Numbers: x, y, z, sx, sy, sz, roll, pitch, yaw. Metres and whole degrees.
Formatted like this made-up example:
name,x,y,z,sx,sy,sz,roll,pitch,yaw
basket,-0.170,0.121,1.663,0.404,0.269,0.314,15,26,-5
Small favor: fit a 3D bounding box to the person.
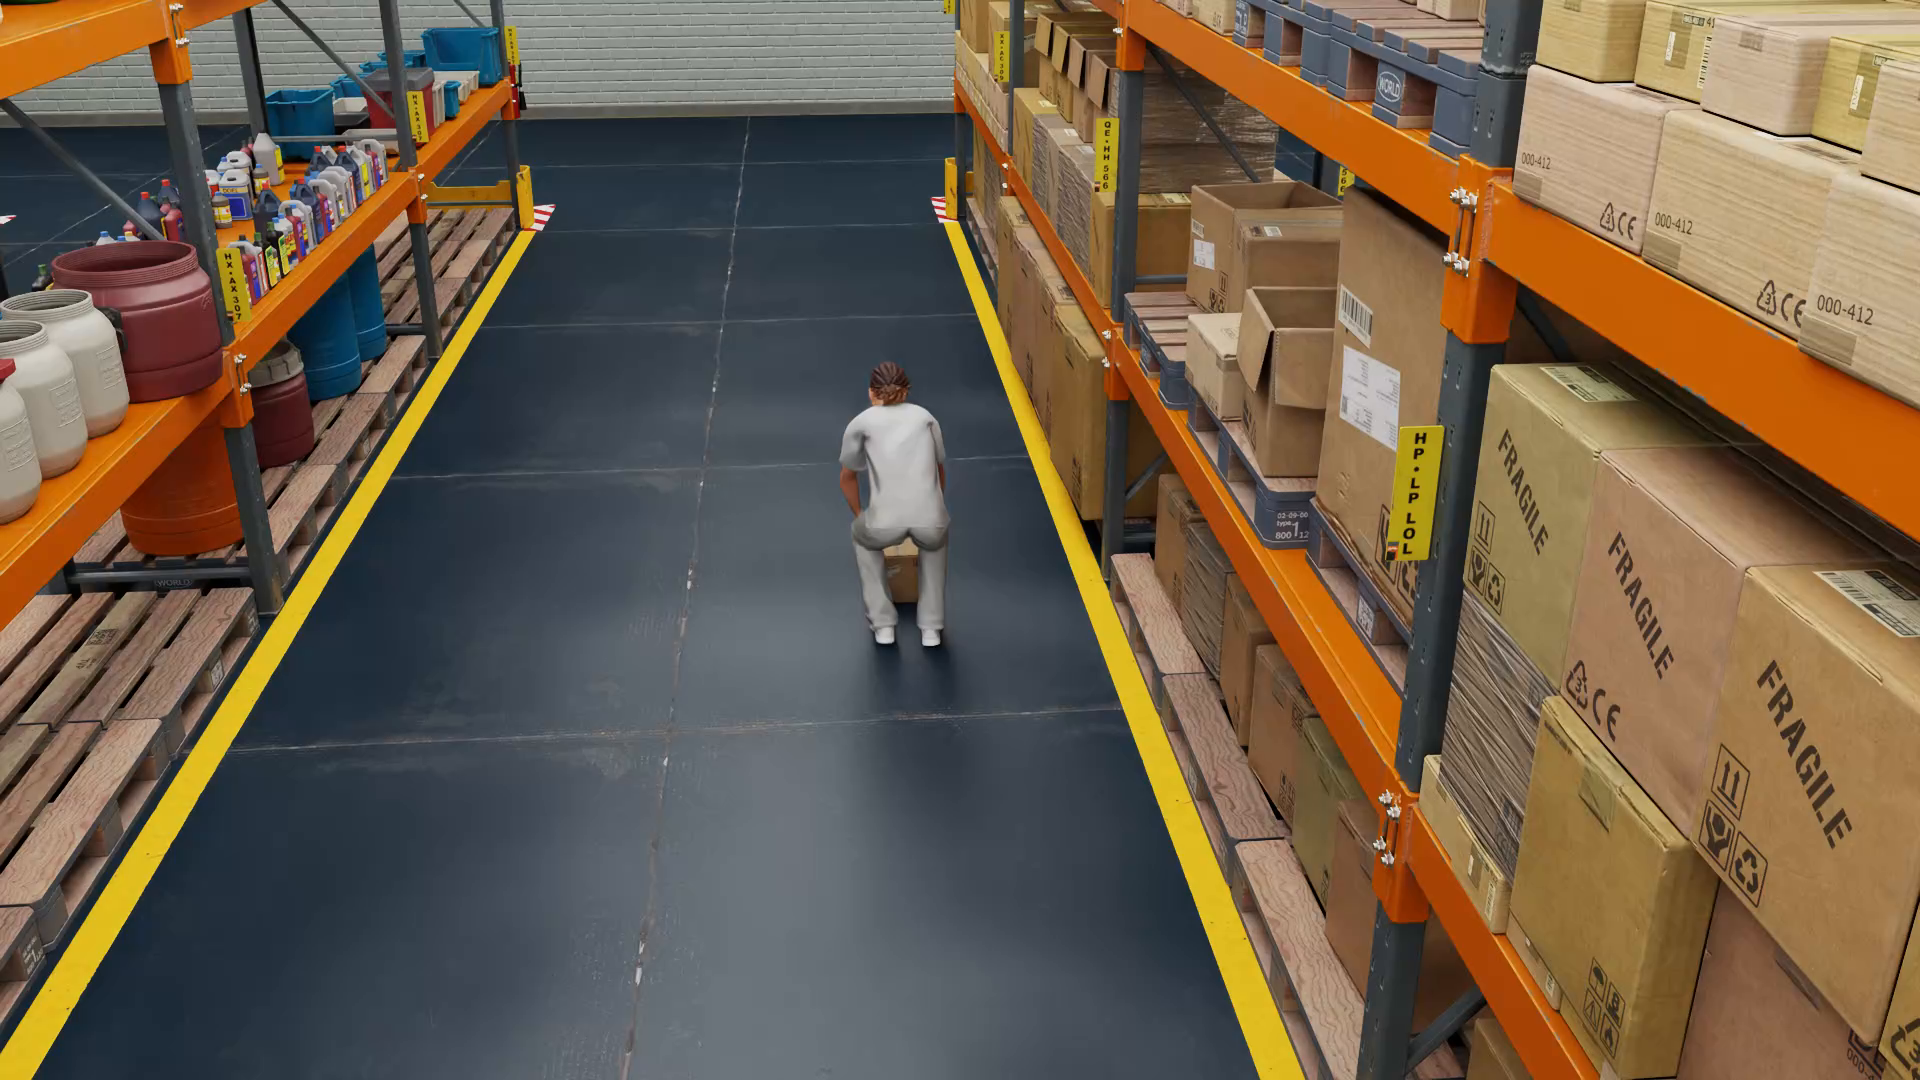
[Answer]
name,x,y,z,sx,sy,sz,roll,pitch,yaw
person,-0.290,-0.140,7.499,0.495,1.211,0.720,-2,24,-5
